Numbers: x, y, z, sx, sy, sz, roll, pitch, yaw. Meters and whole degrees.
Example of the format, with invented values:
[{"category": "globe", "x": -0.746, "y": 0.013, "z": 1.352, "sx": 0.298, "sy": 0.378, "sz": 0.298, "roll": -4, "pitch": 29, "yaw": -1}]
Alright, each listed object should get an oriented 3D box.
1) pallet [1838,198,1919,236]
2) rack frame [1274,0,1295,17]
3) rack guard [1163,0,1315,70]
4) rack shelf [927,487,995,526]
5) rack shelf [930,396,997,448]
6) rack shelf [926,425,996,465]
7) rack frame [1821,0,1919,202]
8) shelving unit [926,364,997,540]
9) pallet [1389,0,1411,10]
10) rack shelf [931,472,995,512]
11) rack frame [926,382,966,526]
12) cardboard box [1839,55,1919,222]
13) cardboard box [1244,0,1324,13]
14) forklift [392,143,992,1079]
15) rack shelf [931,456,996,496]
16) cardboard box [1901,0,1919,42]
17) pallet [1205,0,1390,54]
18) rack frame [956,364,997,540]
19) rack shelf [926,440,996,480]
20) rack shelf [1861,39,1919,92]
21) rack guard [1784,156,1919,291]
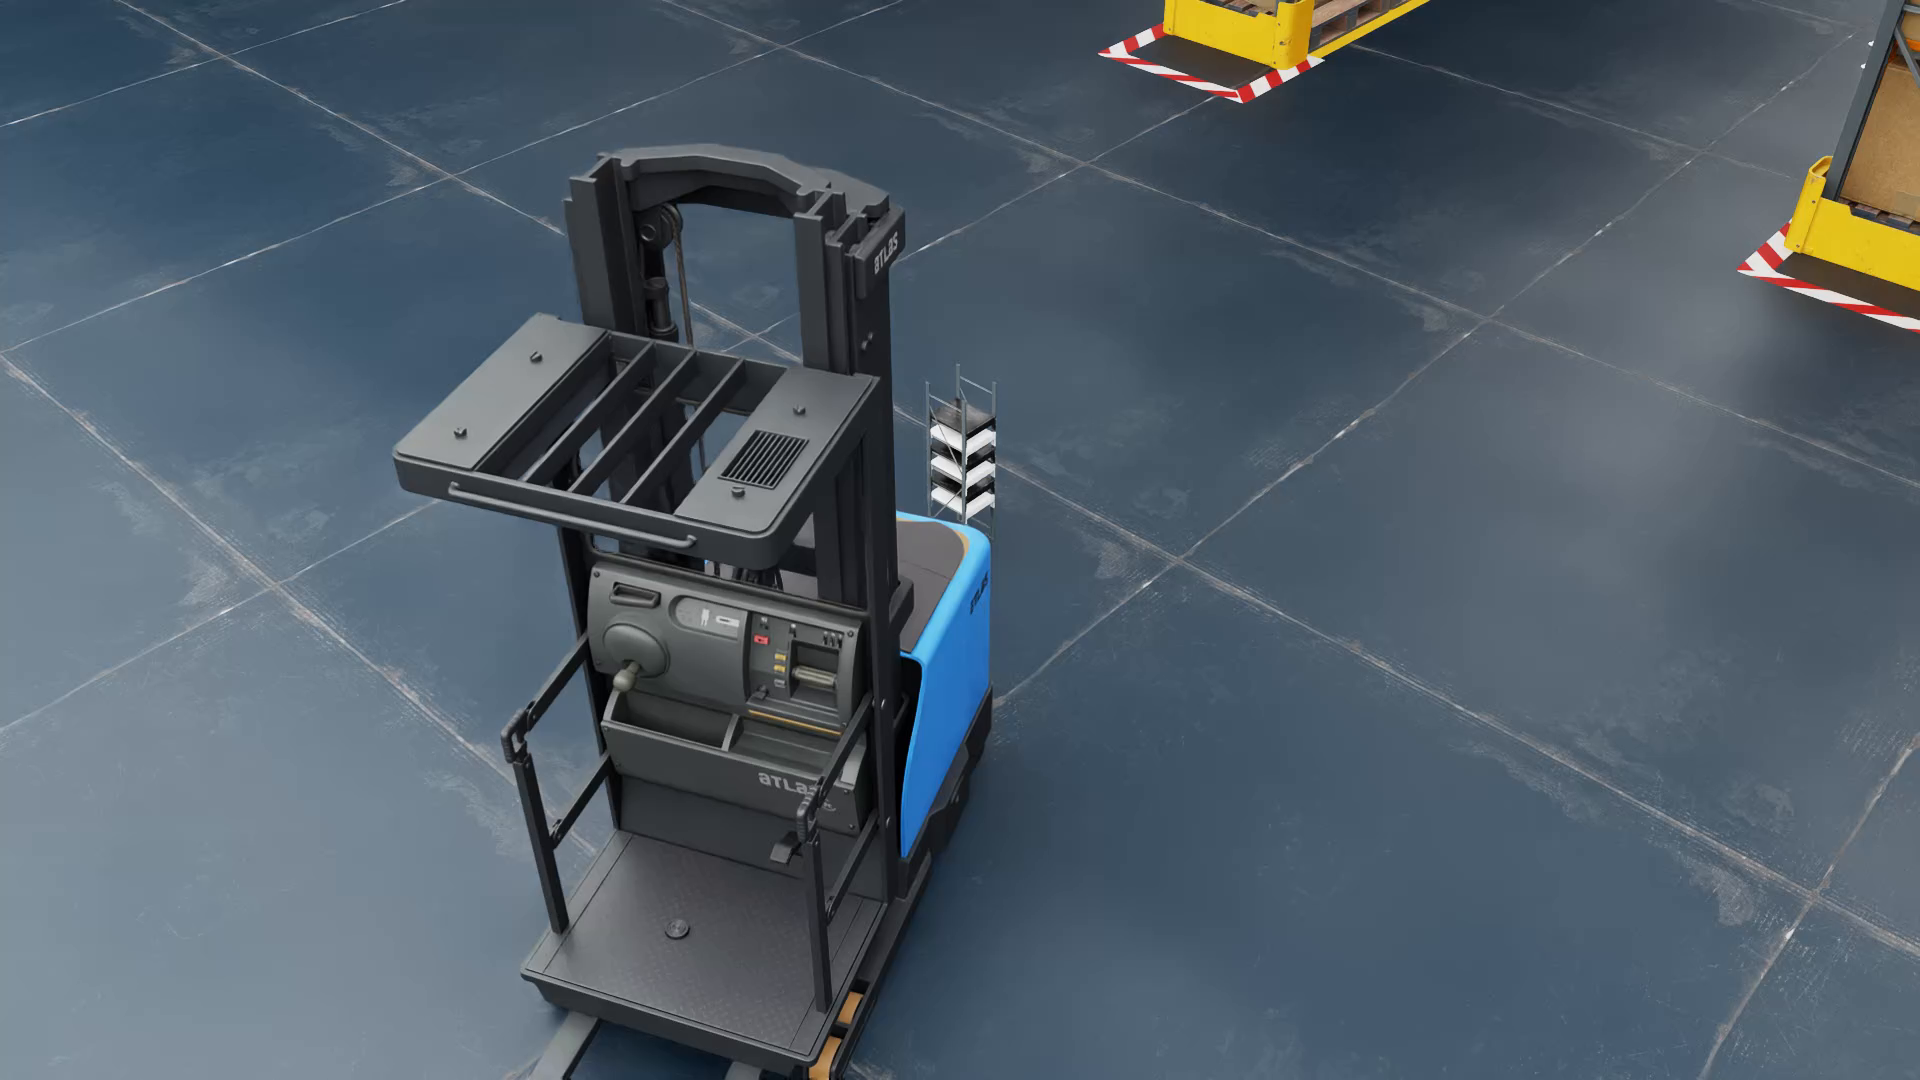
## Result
[{"category": "pallet", "x": 6.138, "y": -2.149, "z": 10.567, "sx": 1.003, "sy": 0.211, "sz": 1.213, "roll": 30, "pitch": 47, "yaw": 32}, {"category": "rack frame", "x": 2.064, "y": -4.970, "z": 11.873, "sx": 1.000, "sy": 3.000, "sz": 0.127, "roll": 30, "pitch": 47, "yaw": 32}, {"category": "rack guard", "x": 2.115, "y": -4.026, "z": 12.695, "sx": 1.175, "sy": 0.500, "sz": 0.348, "roll": 30, "pitch": 47, "yaw": 32}, {"category": "rack shelf", "x": 0.005, "y": -0.189, "z": 7.891, "sx": 0.258, "sy": 0.077, "sz": 0.200, "roll": 30, "pitch": 47, "yaw": 32}, {"category": "rack shelf", "x": 0.005, "y": -0.541, "z": 7.611, "sx": 0.258, "sy": 0.077, "sz": 0.200, "roll": 30, "pitch": 47, "yaw": 32}, {"category": "rack shelf", "x": 0.005, "y": -0.471, "z": 7.667, "sx": 0.258, "sy": 0.077, "sz": 0.200, "roll": 30, "pitch": 47, "yaw": 32}, {"category": "rack frame", "x": 5.657, "y": -2.841, "z": 9.196, "sx": 1.000, "sy": 3.000, "sz": 0.127, "roll": 30, "pitch": 47, "yaw": 32}, {"category": "shelving unit", "x": 0.005, "y": -0.356, "z": 7.758, "sx": 0.258, "sy": 0.900, "sz": 0.210, "roll": 30, "pitch": 47, "yaw": 32}, {"category": "pallet", "x": 3.512, "y": -4.829, "z": 13.937, "sx": 1.003, "sy": 0.211, "sz": 1.213, "roll": 30, "pitch": 47, "yaw": 32}, {"category": "rack shelf", "x": 0.005, "y": -0.259, "z": 7.835, "sx": 0.258, "sy": 0.077, "sz": 0.200, "roll": 30, "pitch": 47, "yaw": 32}, {"category": "rack frame", "x": -0.063, "y": -0.309, "z": 7.699, "sx": 0.240, "sy": 0.900, "sz": 0.006, "roll": 30, "pitch": 47, "yaw": 32}, {"category": "cardboard box", "x": 6.065, "y": -2.513, "z": 10.153, "sx": 0.875, "sy": 0.875, "sz": 0.875, "roll": 30, "pitch": 47, "yaw": 32}, {"category": "cardboard box", "x": 2.497, "y": -4.435, "z": 12.872, "sx": 0.500, "sy": 0.500, "sz": 0.500, "roll": -25, "pitch": 45, "yaw": -28}, {"category": "forklift", "x": -0.830, "y": 0.423, "z": 5.147, "sx": 1.130, "sy": 2.935, "sz": 3.031, "roll": 12, "pitch": 40, "yaw": 15}, {"category": "rack shelf", "x": 0.005, "y": -0.330, "z": 7.779, "sx": 0.258, "sy": 0.077, "sz": 0.200, "roll": 30, "pitch": 47, "yaw": 32}, {"category": "cardboard box", "x": 5.874, "y": -3.089, "z": 9.387, "sx": 0.875, "sy": 0.550, "sz": 0.550, "roll": 30, "pitch": 47, "yaw": 32}, {"category": "pallet", "x": 2.689, "y": -4.272, "z": 13.236, "sx": 1.003, "sy": 0.211, "sz": 1.213, "roll": 30, "pitch": 47, "yaw": 32}, {"category": "rack frame", "x": 0.074, "y": -0.403, "z": 7.817, "sx": 0.240, "sy": 0.900, "sz": 0.006, "roll": 30, "pitch": 47, "yaw": 32}, {"category": "rack shelf", "x": 0.005, "y": -0.400, "z": 7.723, "sx": 0.258, "sy": 0.077, "sz": 0.200, "roll": 30, "pitch": 47, "yaw": 32}, {"category": "rack shelf", "x": 7.006, "y": -3.478, "z": 10.575, "sx": 1.077, "sy": 0.370, "sz": 4.000, "roll": 30, "pitch": 47, "yaw": 32}, {"category": "rack guard", "x": 5.640, "y": -1.851, "z": 9.960, "sx": 1.175, "sy": 0.500, "sz": 0.348, "roll": 30, "pitch": 47, "yaw": 32}]
